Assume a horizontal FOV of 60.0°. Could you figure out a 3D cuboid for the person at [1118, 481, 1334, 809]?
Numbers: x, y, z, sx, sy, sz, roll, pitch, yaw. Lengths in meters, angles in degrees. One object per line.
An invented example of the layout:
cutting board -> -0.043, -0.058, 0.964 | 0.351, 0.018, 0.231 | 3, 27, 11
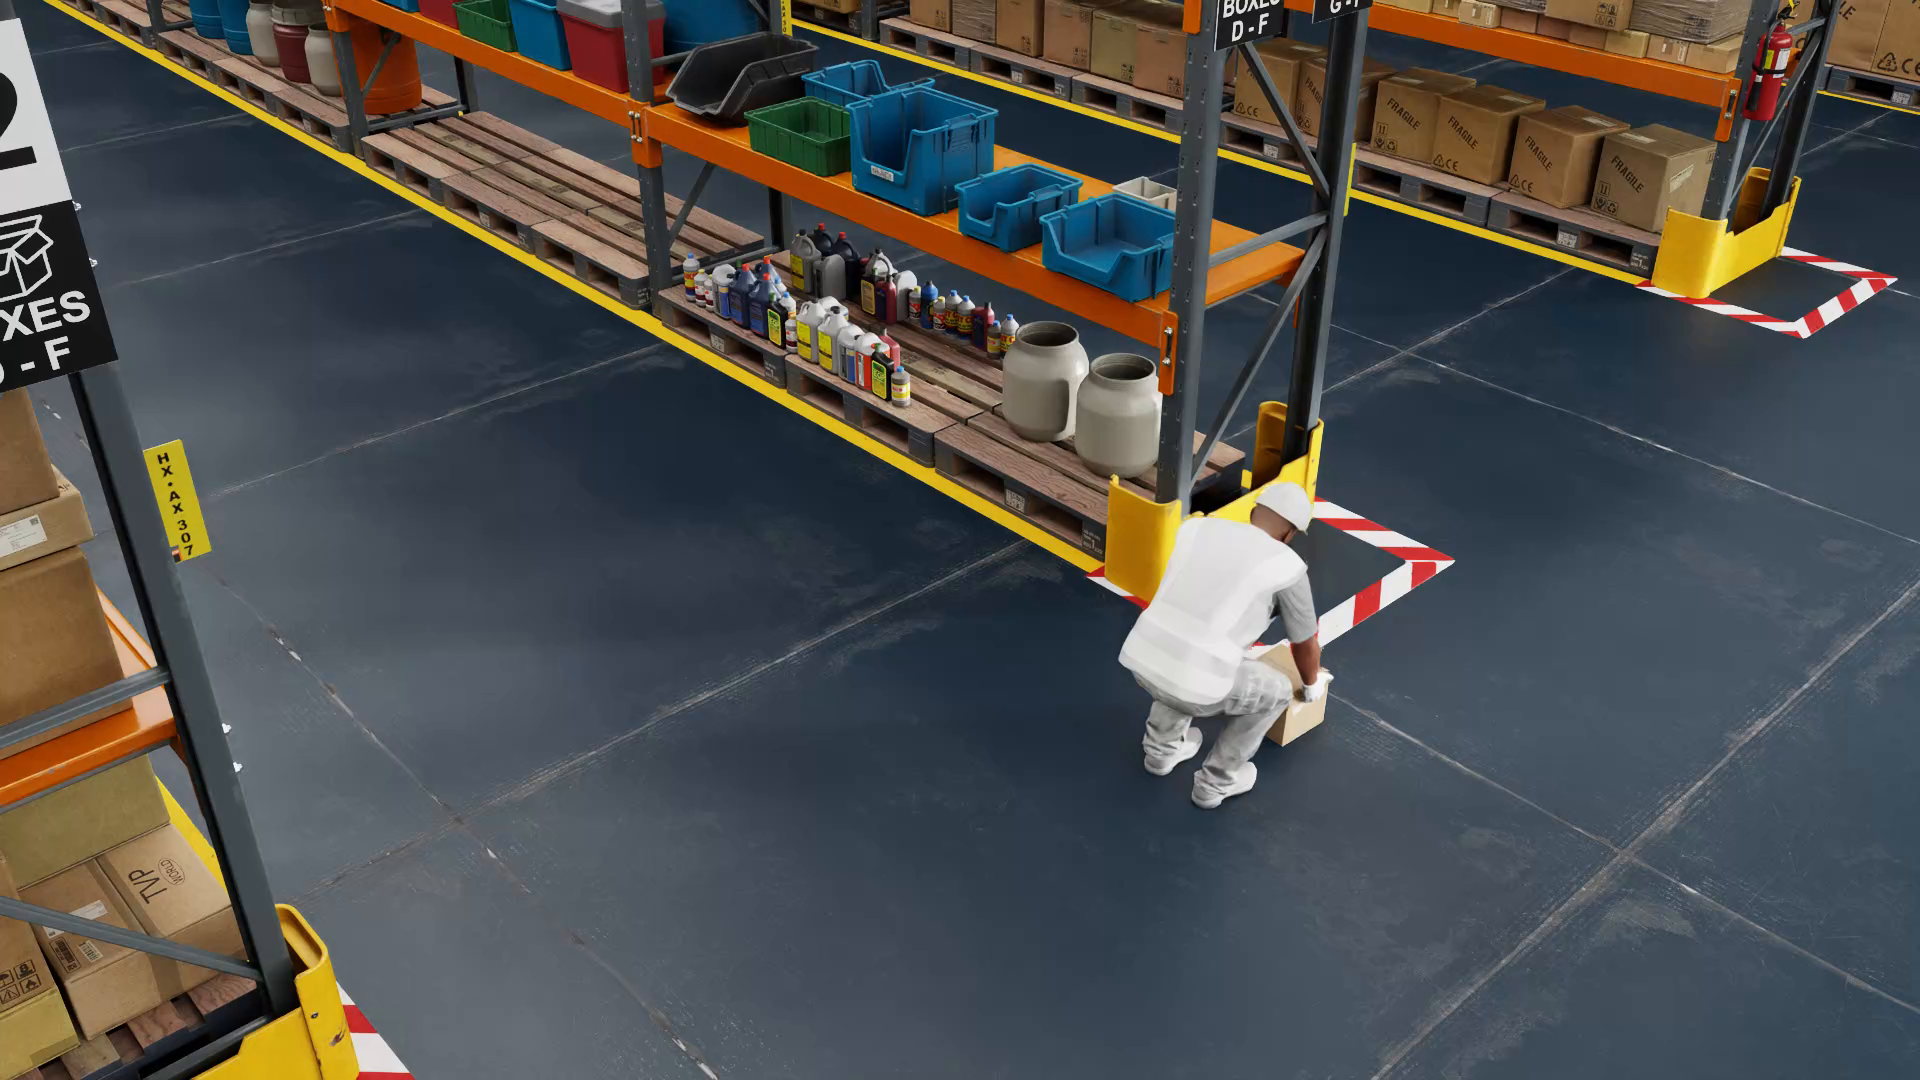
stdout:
person -> 0.953, 0.381, 6.163 | 0.881, 1.087, 0.587 | -24, 39, -34
